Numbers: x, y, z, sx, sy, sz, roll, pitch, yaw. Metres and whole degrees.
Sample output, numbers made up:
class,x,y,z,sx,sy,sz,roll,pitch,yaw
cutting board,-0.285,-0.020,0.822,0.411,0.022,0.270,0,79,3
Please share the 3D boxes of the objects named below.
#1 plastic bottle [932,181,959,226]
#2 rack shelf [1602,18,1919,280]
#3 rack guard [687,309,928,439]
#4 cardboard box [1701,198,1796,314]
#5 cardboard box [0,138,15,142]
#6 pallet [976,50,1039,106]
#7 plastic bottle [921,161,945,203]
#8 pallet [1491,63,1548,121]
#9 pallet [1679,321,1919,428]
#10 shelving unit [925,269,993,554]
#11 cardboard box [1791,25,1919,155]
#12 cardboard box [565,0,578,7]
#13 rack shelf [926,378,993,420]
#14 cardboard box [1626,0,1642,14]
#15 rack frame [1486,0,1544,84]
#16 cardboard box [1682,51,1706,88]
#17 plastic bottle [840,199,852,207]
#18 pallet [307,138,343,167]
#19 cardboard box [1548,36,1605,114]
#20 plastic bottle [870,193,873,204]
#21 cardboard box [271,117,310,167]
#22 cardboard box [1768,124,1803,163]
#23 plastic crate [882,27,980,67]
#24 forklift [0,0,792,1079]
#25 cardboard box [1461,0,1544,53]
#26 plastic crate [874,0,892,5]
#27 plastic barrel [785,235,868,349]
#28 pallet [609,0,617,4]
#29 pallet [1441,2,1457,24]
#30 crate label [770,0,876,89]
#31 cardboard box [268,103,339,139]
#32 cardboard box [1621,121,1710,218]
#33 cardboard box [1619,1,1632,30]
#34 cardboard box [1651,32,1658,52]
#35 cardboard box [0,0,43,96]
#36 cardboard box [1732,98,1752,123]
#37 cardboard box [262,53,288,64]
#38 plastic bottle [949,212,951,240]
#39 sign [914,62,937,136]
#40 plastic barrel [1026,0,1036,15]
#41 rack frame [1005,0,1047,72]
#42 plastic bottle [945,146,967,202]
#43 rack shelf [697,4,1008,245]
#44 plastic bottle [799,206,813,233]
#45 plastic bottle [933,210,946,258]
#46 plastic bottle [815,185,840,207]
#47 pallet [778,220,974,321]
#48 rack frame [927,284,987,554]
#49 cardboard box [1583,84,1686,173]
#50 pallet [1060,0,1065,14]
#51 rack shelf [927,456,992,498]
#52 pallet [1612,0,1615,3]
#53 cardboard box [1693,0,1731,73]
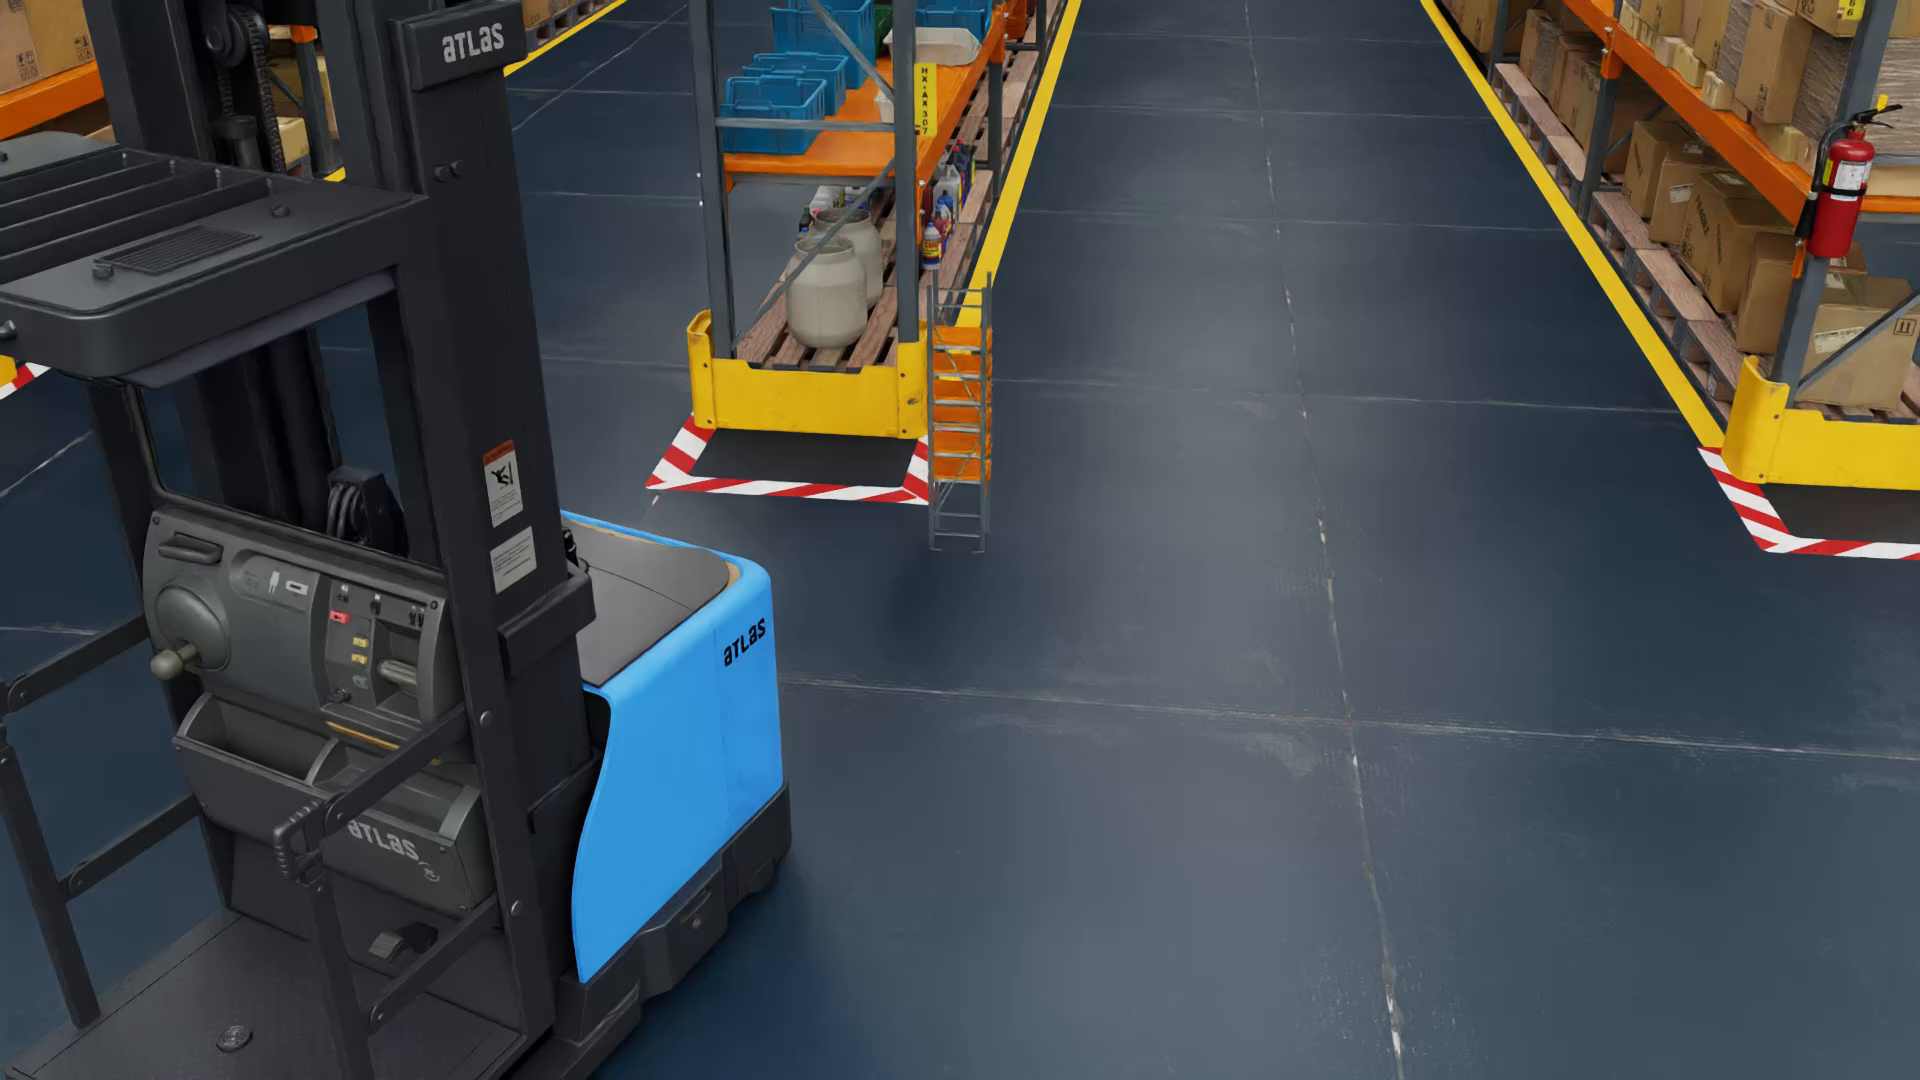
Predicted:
class,x,y,z,sx,sy,sz,roll,pitch,yaw
plastic bottle,-0.090,-2.128,10.445,0.152,0.276,0.135,4,29,7
rack shelf,4.460,-2.226,8.977,1.077,0.370,4.000,3,28,6
rack guard,-0.738,-0.827,8.258,1.175,0.500,0.348,3,28,6
cardboard box,4.443,-1.555,9.167,0.500,0.500,0.500,6,29,11
cardboard box,-5.270,-1.958,9.387,0.500,0.500,0.500,3,28,6
pallet,0.146,-4.064,14.572,1.003,0.211,1.213,3,28,6
plastic bottle,-0.177,-2.353,10.862,0.152,0.276,0.135,3,28,6
pallet,5.098,-3.771,14.028,1.003,0.211,1.213,3,28,6
pallet,4.359,-0.789,8.493,1.003,0.211,1.213,3,28,6
shelving unit,-0.002,-0.521,6.953,0.258,1.200,0.189,3,28,6
cardboard box,4.310,-2.033,7.442,0.875,0.500,0.500,3,28,6
cardboard box,-4.171,-5.718,16.872,0.500,0.500,0.500,3,28,6
rack shelf,-0.002,-0.588,6.917,0.258,0.103,0.180,3,28,6
cardboard box,4.589,-3.451,10.073,0.875,0.500,0.500,3,28,6
rack frame,5.195,-5.367,14.049,1.000,3.000,0.127,3,28,6
cardboard box,4.210,-2.583,9.146,0.380,0.149,0.250,3,28,6
plastic bottle,-0.694,-2.015,10.313,0.097,0.201,0.097,0,28,0
pallet,-5.074,-3.183,12.935,1.003,0.211,1.213,3,28,6
cardboard box,5.015,-3.614,12.968,0.700,0.500,0.500,6,29,10
plastic bottle,-0.619,-2.333,10.831,0.097,0.271,0.097,0,28,0
cardboard box,-4.966,-2.805,11.750,0.500,0.250,0.500,3,28,6
cardboard box,4.056,-1.875,7.832,0.380,0.149,0.250,3,28,6
plastic crate,-0.158,-2.876,9.705,0.530,0.136,0.437,3,28,6
forklift,-1.658,0.241,3.711,1.130,2.935,3.031,14,31,24
cardboard box,5.301,-4.940,15.054,1.225,0.875,0.875,2,28,4
plastic crate,-0.401,-3.505,10.659,0.767,0.338,0.504,3,28,6
plastic barrel,-0.696,-1.293,8.667,0.421,0.512,0.421,0,28,0
pallet,-4.208,-6.214,18.562,1.003,0.211,1.213,3,28,6
pallet,5.666,-5.654,17.523,1.003,0.211,1.213,3,28,6
crate label,-0.743,-2.786,9.222,0.502,0.435,0.616,3,28,6
cardboard box,-4.831,-3.211,12.504,0.500,0.250,0.500,3,28,5
cardboard box,4.617,-2.382,10.702,0.500,0.500,0.500,3,28,5
cardboard box,4.380,-3.289,10.458,0.380,0.149,0.250,3,28,6
cardboard box,4.313,-2.935,9.800,0.380,0.149,0.250,3,28,6
cardboard box,-5.487,-2.689,8.973,0.700,0.500,0.500,4,29,8
cardboard box,4.182,-2.226,8.484,0.380,0.149,0.250,3,28,6
cardboard box,-5.361,-3.490,12.430,0.500,0.311,0.500,3,28,6
plastic bottle,-0.103,-1.941,10.177,0.097,0.201,0.097,0,28,0
sign,-0.155,-1.977,7.464,0.100,0.325,0.005,3,28,6
plastic barrel,0.461,-5.541,16.471,0.600,0.588,0.708,3,28,6
rack frame,0.280,-5.654,14.583,1.000,3.000,0.127,3,28,6
plastic bottle,-0.027,-2.389,10.851,0.144,0.351,0.185,2,28,4
rack shelf,-0.455,-2.513,9.511,1.077,0.370,4.000,3,28,6
plastic bottle,-0.914,-1.833,9.889,0.061,0.283,0.133,4,29,7
plastic bottle,-0.123,-1.827,9.880,0.061,0.283,0.133,4,29,7
plastic bottle,-0.819,-2.067,10.253,0.144,0.351,0.185,5,29,8
pallet,-0.481,-1.654,10.098,1.003,0.211,1.213,3,28,6
rack frame,-0.013,-0.478,6.873,0.240,1.200,0.006,3,28,6
cardboard box,4.802,-2.865,11.577,0.700,0.500,0.500,1,28,2
pallet,0.634,-5.949,18.070,1.003,0.211,1.213,3,28,6
rack shelf,-0.002,-0.271,7.088,0.258,0.103,0.180,3,28,6
pallet,4.943,-3.751,11.252,1.003,0.211,1.213,3,28,6
cardboard box,4.429,-2.743,8.760,0.875,0.500,0.500,3,28,6
